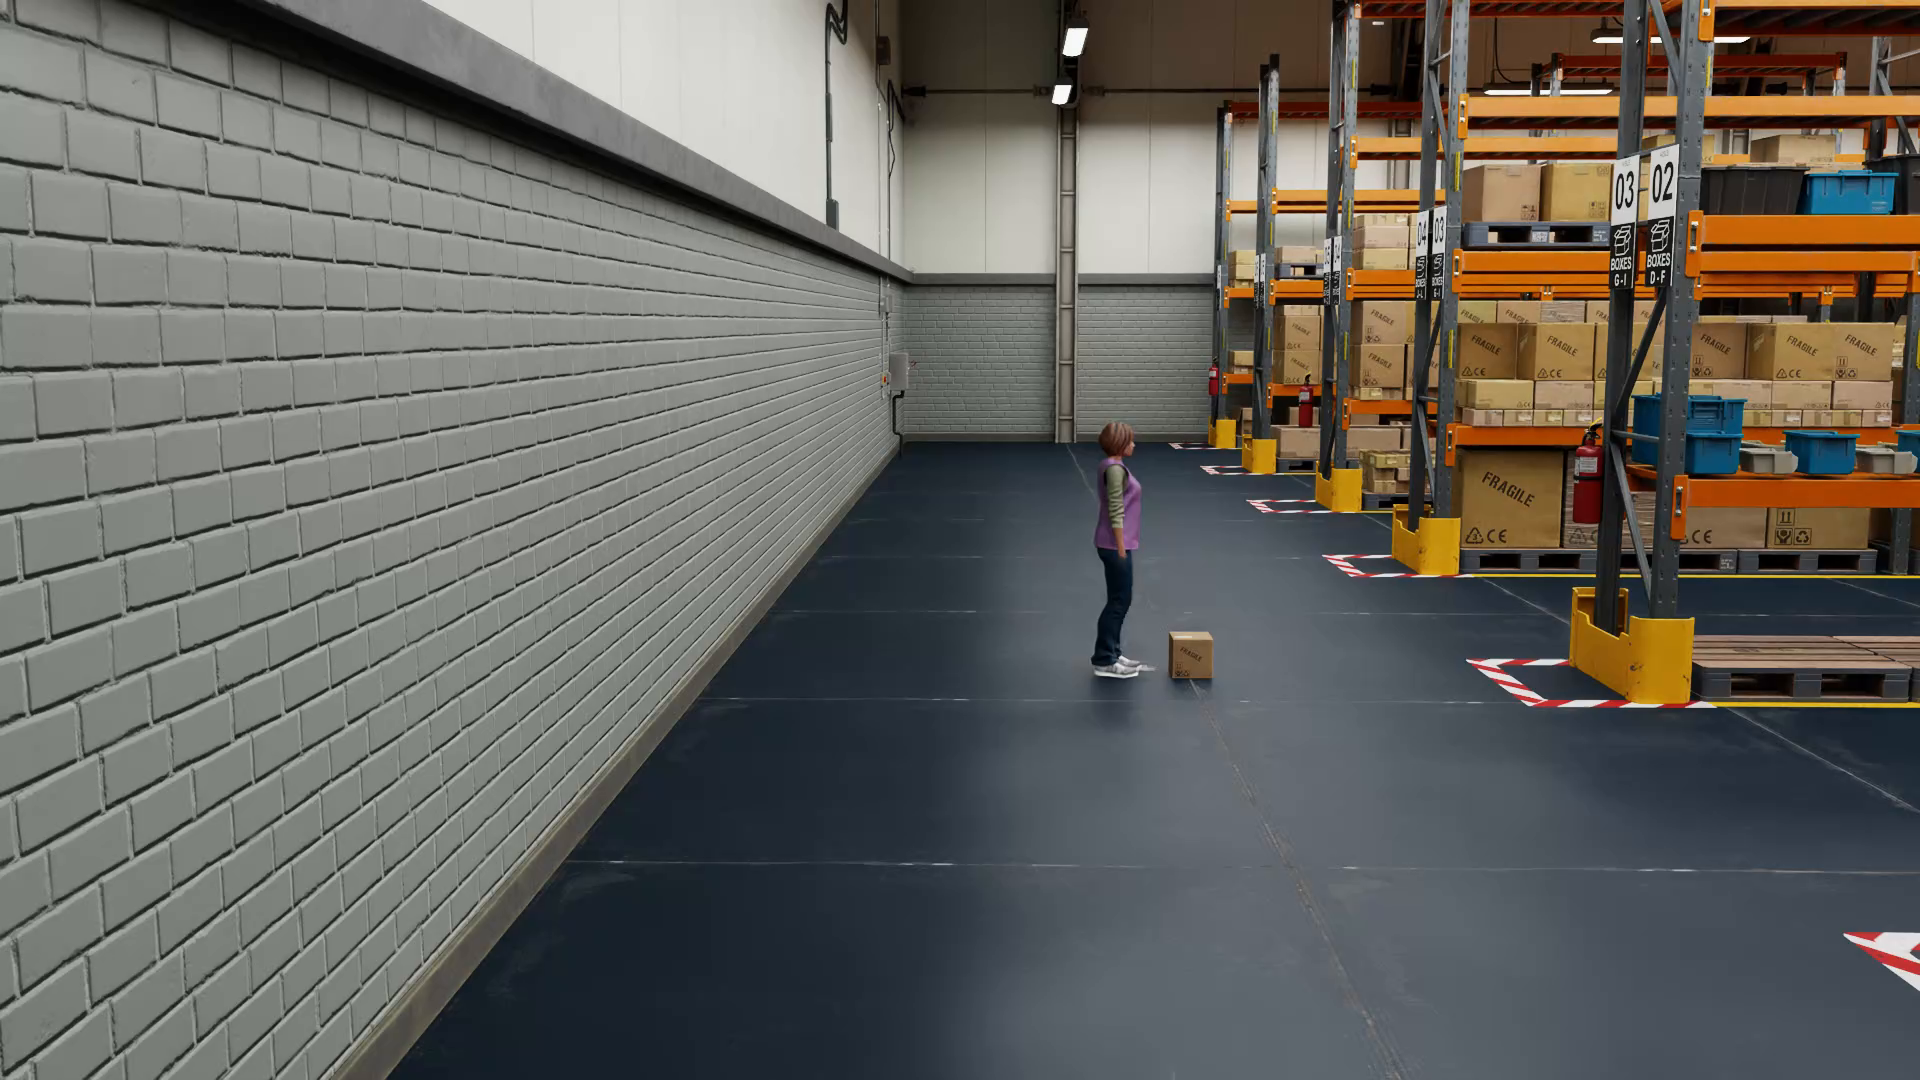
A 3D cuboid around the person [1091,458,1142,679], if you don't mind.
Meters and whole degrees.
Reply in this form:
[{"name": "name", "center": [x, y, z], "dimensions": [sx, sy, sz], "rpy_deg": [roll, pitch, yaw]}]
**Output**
[{"name": "person", "center": [2.319, -0.100, 5.421], "dimensions": [3.384, 3.196, 10.133], "rpy_deg": [0, 7, 2]}]
